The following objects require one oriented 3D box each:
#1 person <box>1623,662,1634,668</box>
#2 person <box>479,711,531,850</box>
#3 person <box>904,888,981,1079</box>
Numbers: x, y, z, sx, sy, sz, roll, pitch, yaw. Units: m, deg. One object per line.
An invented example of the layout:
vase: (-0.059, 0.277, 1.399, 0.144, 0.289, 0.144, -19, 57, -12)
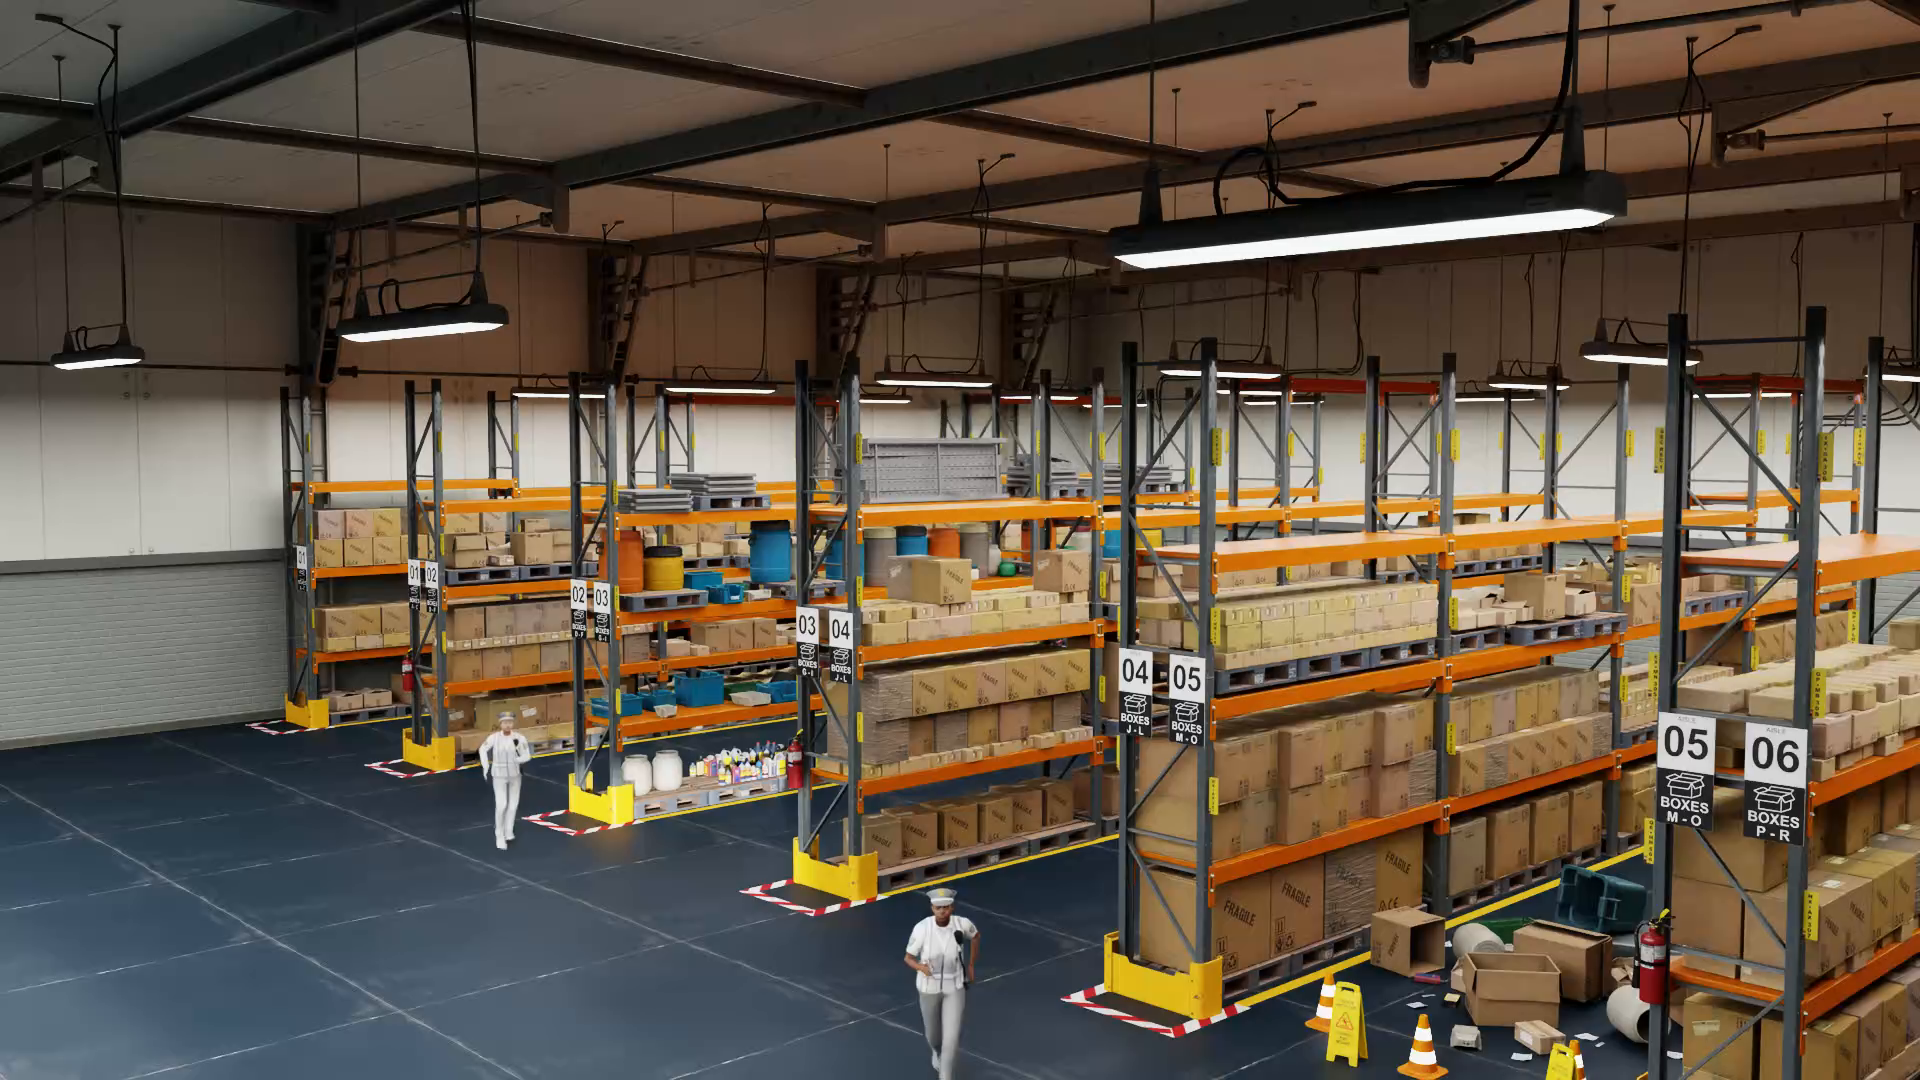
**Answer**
person: (10.223, 2.729, 25.477, 0.938, 1.564, 0.575, -3, 5, -40)
person: (-5.669, 2.995, 20.797, 0.581, 1.733, 0.686, -2, 4, -25)
person: (-0.135, 3.520, 12.958, 0.593, 1.743, 0.910, 0, 4, 0)
